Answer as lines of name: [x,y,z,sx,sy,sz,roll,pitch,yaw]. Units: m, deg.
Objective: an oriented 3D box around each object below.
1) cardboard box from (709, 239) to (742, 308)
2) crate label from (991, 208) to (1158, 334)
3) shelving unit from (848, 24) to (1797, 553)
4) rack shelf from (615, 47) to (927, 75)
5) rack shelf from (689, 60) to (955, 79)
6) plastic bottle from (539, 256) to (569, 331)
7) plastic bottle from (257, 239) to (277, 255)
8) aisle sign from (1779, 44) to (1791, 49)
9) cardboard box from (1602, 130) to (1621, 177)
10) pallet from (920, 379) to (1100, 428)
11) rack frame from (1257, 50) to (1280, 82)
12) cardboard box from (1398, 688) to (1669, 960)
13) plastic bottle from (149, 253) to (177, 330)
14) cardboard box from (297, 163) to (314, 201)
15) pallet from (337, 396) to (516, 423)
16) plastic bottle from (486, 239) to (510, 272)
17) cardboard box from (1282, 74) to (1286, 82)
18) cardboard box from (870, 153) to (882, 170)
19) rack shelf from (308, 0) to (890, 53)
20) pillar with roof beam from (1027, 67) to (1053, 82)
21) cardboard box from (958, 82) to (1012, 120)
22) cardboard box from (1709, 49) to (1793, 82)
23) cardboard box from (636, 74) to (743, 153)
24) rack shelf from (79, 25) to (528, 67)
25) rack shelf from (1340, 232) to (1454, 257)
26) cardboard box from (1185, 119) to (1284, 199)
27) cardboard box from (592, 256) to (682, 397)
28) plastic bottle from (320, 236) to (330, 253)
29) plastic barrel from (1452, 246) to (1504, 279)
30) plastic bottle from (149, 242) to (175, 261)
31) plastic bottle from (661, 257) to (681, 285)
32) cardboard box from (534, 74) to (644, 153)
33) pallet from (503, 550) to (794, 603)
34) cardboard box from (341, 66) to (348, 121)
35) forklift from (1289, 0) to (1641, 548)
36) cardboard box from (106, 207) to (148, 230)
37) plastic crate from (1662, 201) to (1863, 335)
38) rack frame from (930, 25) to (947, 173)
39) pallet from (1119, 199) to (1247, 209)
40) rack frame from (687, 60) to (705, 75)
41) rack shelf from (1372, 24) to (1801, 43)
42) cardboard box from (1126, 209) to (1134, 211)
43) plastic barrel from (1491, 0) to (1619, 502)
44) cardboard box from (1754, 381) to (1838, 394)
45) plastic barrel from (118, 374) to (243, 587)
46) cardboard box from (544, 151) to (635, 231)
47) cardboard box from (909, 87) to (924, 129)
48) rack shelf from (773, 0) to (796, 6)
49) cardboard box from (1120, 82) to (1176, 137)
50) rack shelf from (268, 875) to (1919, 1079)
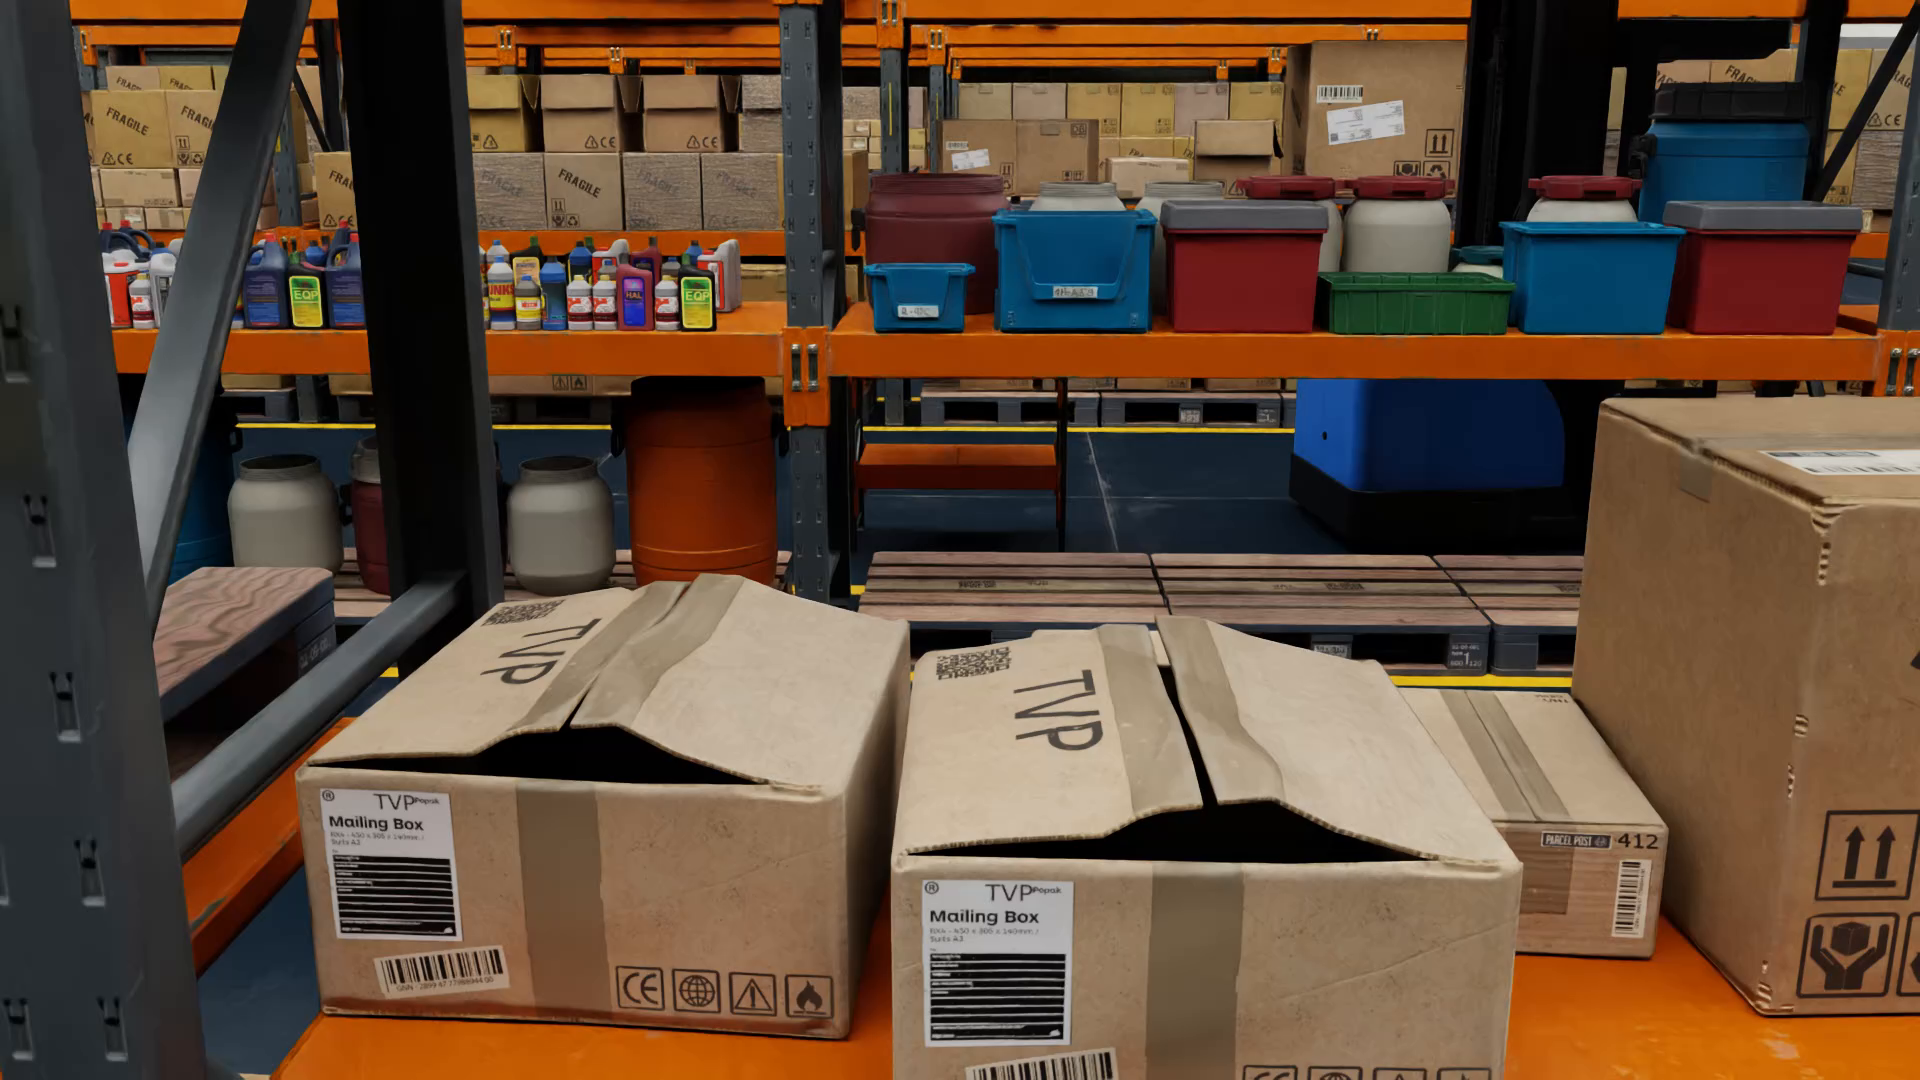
cardboard box: [-4.662,0.123,4.354,7.345,1.356,5.886,0,15,1]
crate label: [0.426,-1.023,6.269,0.616,0.435,0.502,0,15,1]
shelving unit: [6.365,-5.304,16.685,13.307,6.000,19.663,0,15,1]
rack shelf: [-2.180,-5.987,20.684,4.000,0.370,1.077,0,15,1]
rack shelf: [-2.057,-7.253,25.482,4.000,0.370,1.077,0,15,1]
plastic bottle: [-1.516,-0.921,6.204,0.097,0.271,0.097,0,15,0]
plastic bottle: [-2.921,-1.119,6.946,0.135,0.276,0.152,0,15,1]
aisle sign: [7.869,-4.890,15.898,0.004,0.787,0.394,0,15,1]
cardboard box: [4.013,-2.492,11.126,0.500,0.500,0.875,0,15,1]
pallet: [0.347,-0.991,11.682,1.213,0.211,1.003,0,15,1]
rack frame: [3.818,-4.846,20.827,0.127,3.000,1.000,0,15,1]
cardboard box: [0.585,0.297,1.826,0.250,0.149,0.380,1,15,6]
plastic bottle: [0.869,-0.389,6.295,7.774,1.356,0.255,0,15,1]
cardboard box: [-4.896,-2.512,11.692,0.500,0.250,0.500,0,15,0]
pallet: [-3.660,-1.037,11.855,1.213,0.211,1.003,0,15,1]
plastic bottle: [-2.984,-1.125,6.975,2.212,0.271,0.097,0,15,1]
cardboard box: [4.252,-5.463,20.428,0.500,0.500,0.700,0,15,1]
cardboard box: [-0.711,-3.576,15.685,0.250,0.149,0.380,1,15,2]
rack shelf: [-2.434,-3.460,11.105,4.000,0.370,1.077,0,15,1]
pillar with roof beam: [1.158,-8.162,21.636,0.400,9.000,9.100,0,15,1]
cardboard box: [0.242,-4.135,15.978,0.500,0.500,0.700,0,15,1]
cardboard box: [5.008,-2.920,10.789,0.500,0.500,0.500,0,15,1]
cardboard box: [-1.816,-2.892,11.259,0.637,0.503,0.797,1,15,3]
rack shelf: [-6.205,-4.750,15.996,4.000,0.370,1.077,0,15,1]
rack shelf: [1.565,-1.984,11.389,4.000,0.370,1.077,0,15,1]
cardboard box: [1.829,-2.559,11.135,0.637,0.503,0.797,2,15,7]
cardboard box: [-2.014,-1.538,11.631,0.875,0.875,1.225,0,15,2]
plastic bottle: [-2.689,-1.133,6.984,0.133,0.283,0.061,0,15,1]
plastic barrel: [2.119,-1.036,6.659,0.301,0.262,0.301,0,15,0]
plastic bottle: [-3.272,-1.088,6.835,0.097,0.271,0.097,0,15,0]
plastic bottle: [-1.198,-1.079,6.939,0.097,0.201,0.097,0,15,0]
cardboard box: [0.711,-3.222,11.045,7.084,1.250,1.196,0,15,-1]
pallet: [-1.350,0.272,6.894,1.213,0.211,1.003,0,15,1]
cardboard box: [-5.710,-4.254,15.843,0.500,0.500,0.500,1,15,3]
forklift: [21.019,0.432,1.129,36.315,2.843,20.333,-2,15,-7]
cardboard box: [-5.517,-2.173,11.187,0.250,0.149,0.380,1,15,2]
plastic crate: [2.946,-1.012,6.169,0.583,0.464,0.402,0,15,1]
rack frame: [-0.206,-3.609,16.139,0.127,3.000,1.000,0,15,1]
pallet: [1.546,-2.249,11.362,1.213,0.211,1.003,0,15,1]
rack frame: [-4.057,-6.164,25.823,0.127,3.000,1.000,0,15,1]
rack shelf: [5.792,-4.672,15.700,4.000,0.370,1.077,0,15,1]
cardboard box: [2.643,-5.174,25.903,0.625,0.625,0.875,0,15,1]
plastic barrel: [2.768,-1.551,8.283,0.543,2.708,0.915,0,15,1]
cardboard box: [5.716,-1.299,11.462,0.500,0.500,0.500,2,15,7]
plastic barrel: [-3.308,-0.284,6.825,0.708,0.901,0.600,0,15,1]
cardboard box: [-2.460,-2.344,11.148,0.500,0.500,0.500,1,15,2]
cardboard box: [-0.705,-5.340,20.545,0.500,0.500,0.500,0,15,0]
rack shelf: [-2.560,-2.197,6.318,4.000,0.370,1.077,0,15,1]
cardboard box: [1.772,-4.126,15.943,0.500,0.500,0.700,0,15,1]
rack shelf: [-2.527,-3.786,8.484,11.863,4.752,15.826,0,15,1]
